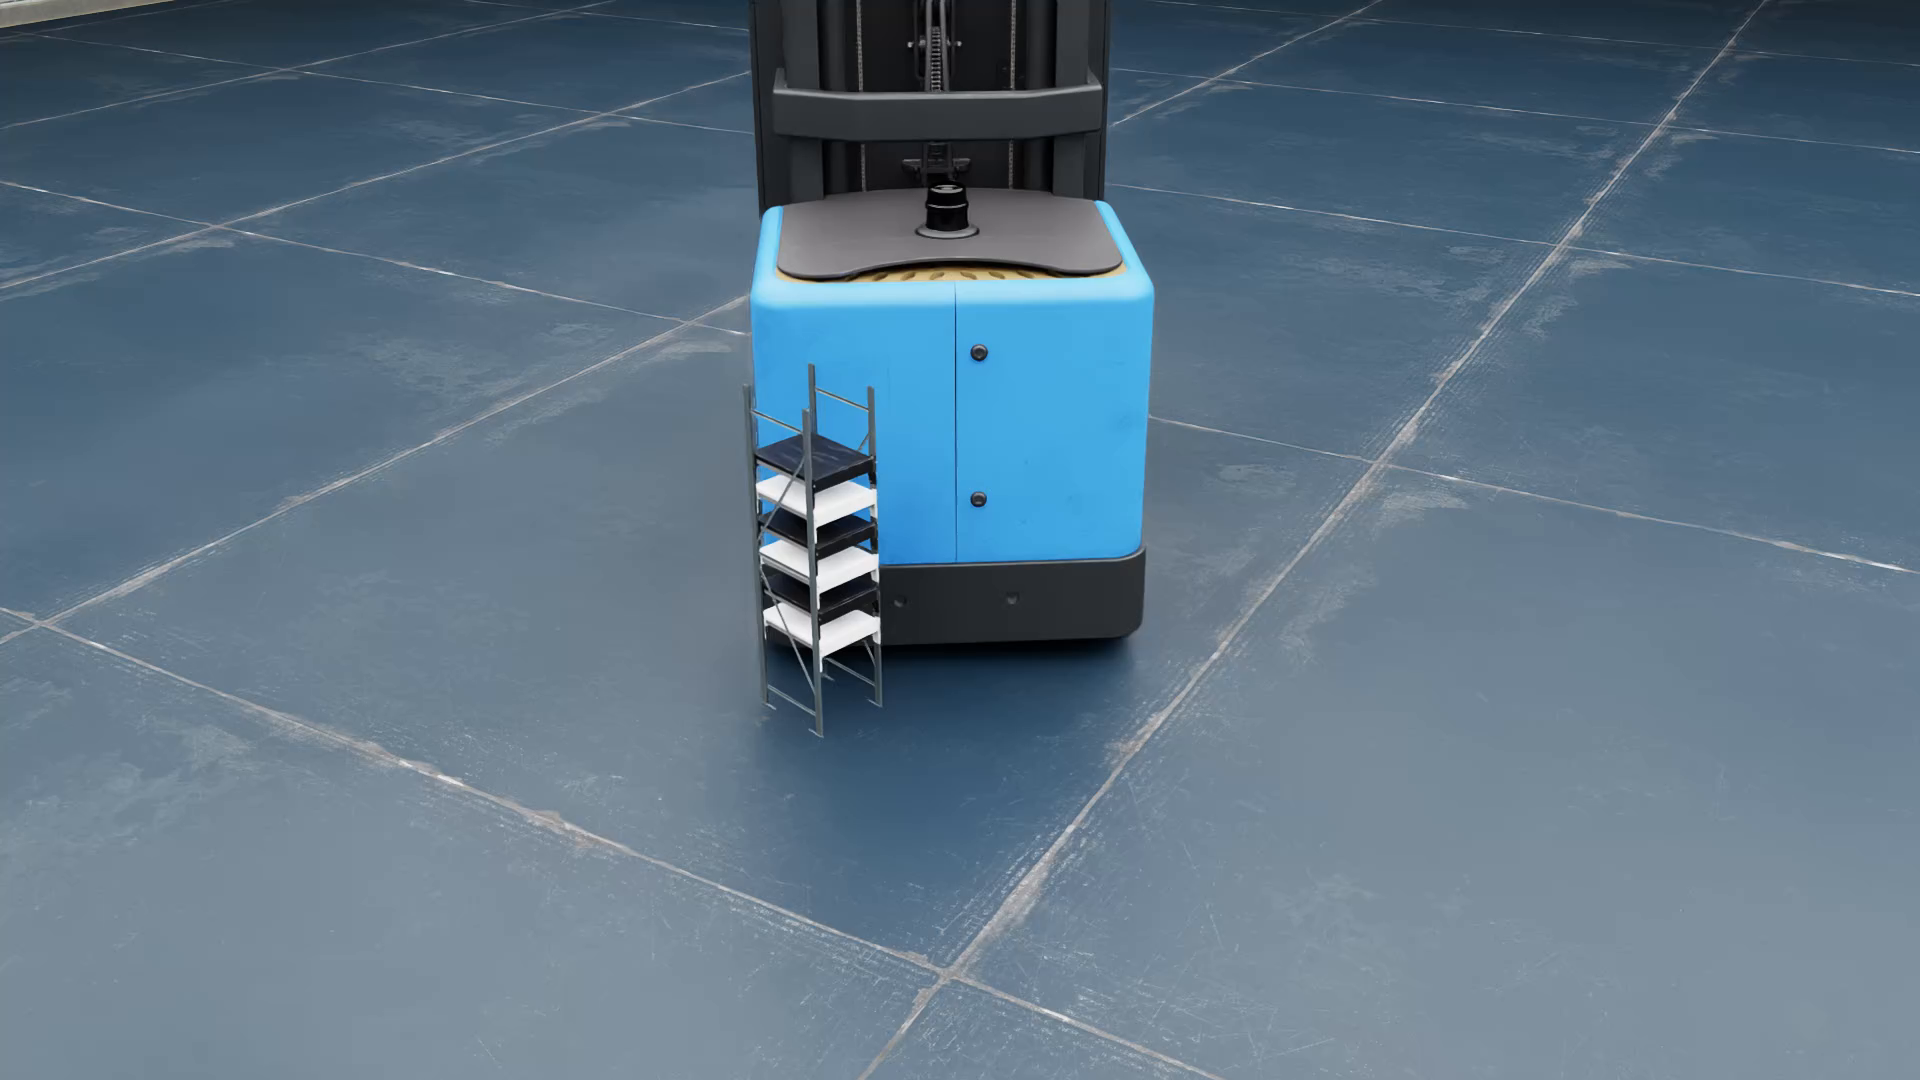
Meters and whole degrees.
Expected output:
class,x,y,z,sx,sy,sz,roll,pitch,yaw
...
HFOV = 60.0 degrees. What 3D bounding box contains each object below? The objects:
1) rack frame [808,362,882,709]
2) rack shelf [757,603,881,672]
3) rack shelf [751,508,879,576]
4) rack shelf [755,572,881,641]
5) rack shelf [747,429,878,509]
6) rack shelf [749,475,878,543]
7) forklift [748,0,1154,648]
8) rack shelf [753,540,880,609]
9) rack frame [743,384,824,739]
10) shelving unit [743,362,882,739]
class,x,y,z,sx,sy,sz,roll,pitch,yaw
rack frame,-0.290,0.002,4.240,0.006,0.900,0.240,-24,35,-39
rack shelf,-0.363,0.225,4.272,0.200,0.077,0.258,-24,35,-39
rack shelf,-0.362,-0.017,4.151,0.200,0.077,0.258,-24,35,-39
rack shelf,-0.363,0.144,4.231,0.200,0.077,0.258,-24,35,-39
rack shelf,-0.362,-0.178,4.070,0.200,0.077,0.258,-24,35,-39
rack shelf,-0.362,-0.097,4.110,0.200,0.077,0.258,-24,35,-39
forklift,-0.106,-1.641,5.255,1.130,2.935,3.031,-2,27,-3
rack shelf,-0.362,0.064,4.191,0.200,0.077,0.258,-24,35,-39
rack frame,-0.434,0.066,4.112,0.006,0.900,0.240,-24,35,-39
shelving unit,-0.362,0.034,4.176,0.210,0.900,0.258,-24,35,-39
